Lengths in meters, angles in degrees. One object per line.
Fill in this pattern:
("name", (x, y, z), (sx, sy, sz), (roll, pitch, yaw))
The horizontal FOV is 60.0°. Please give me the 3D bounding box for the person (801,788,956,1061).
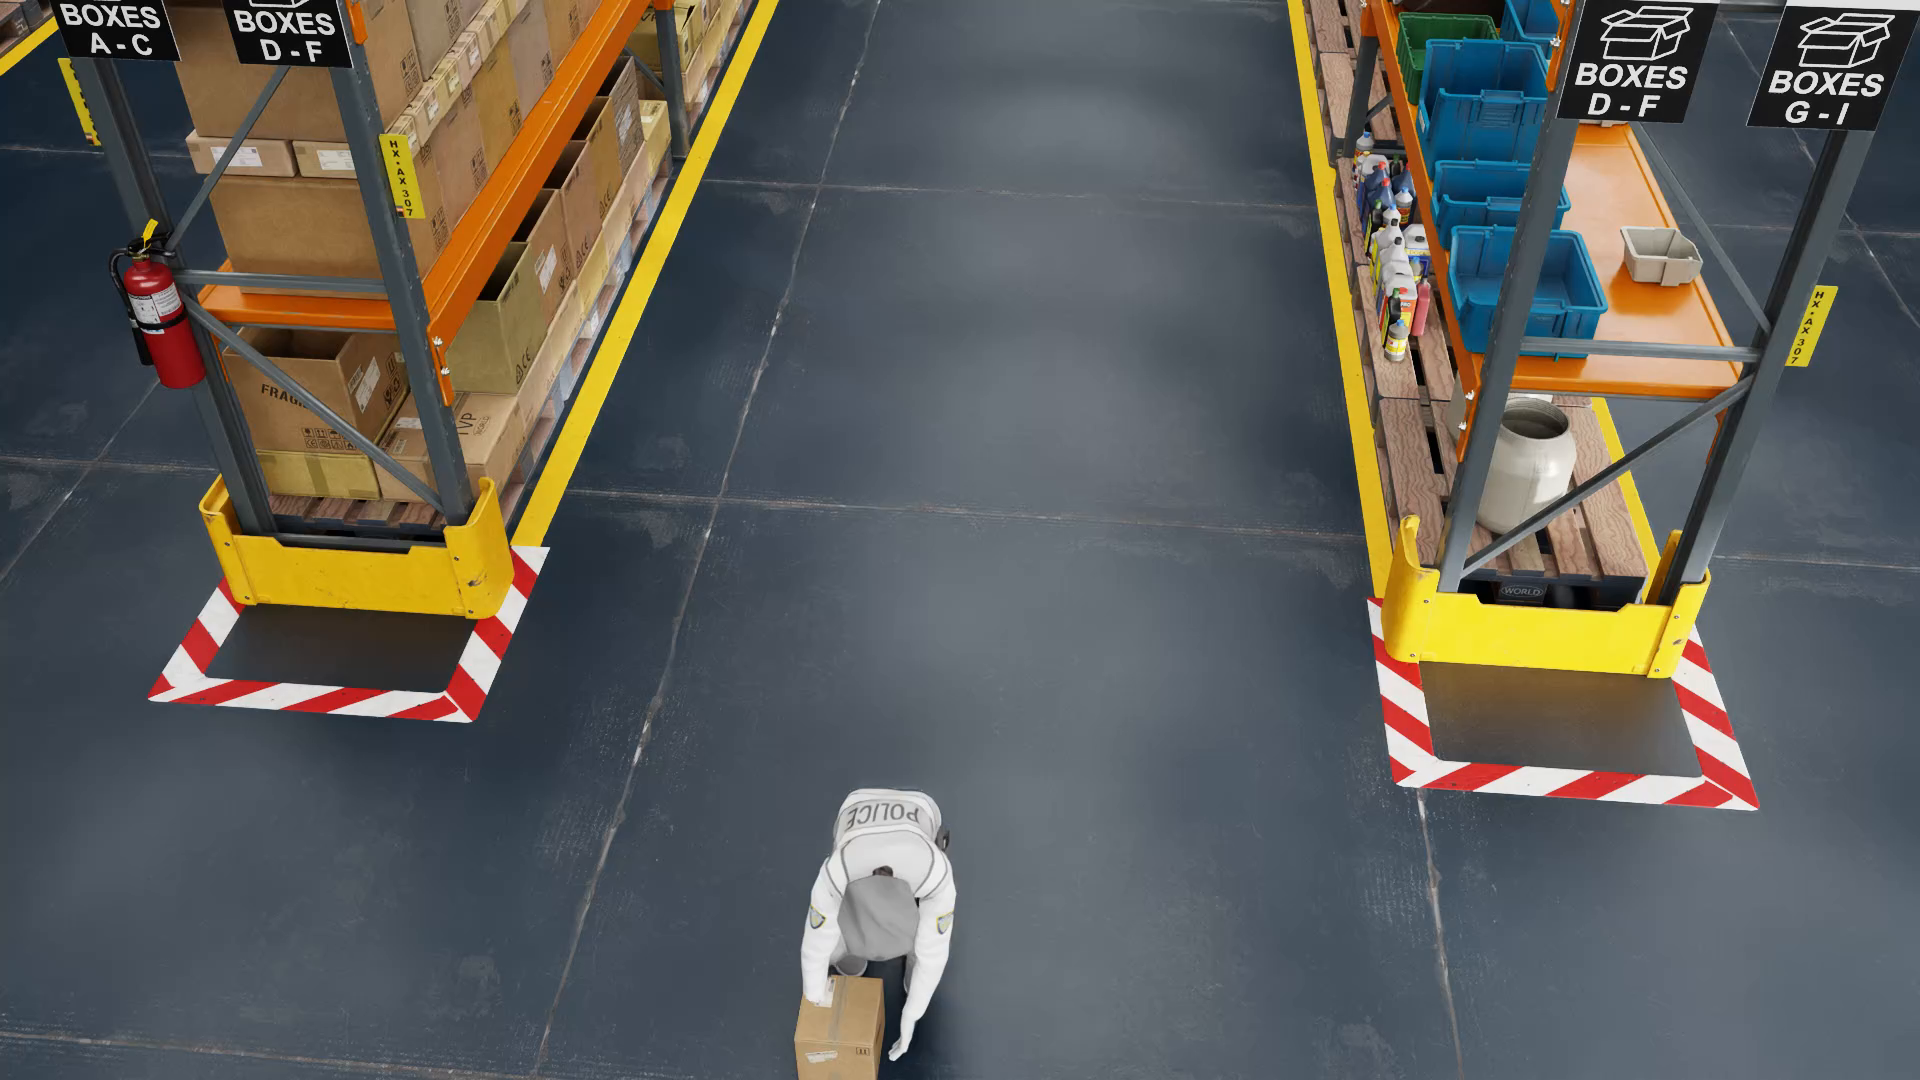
("person", (-0.251, 1.175, 5.369), (0.489, 0.899, 0.857), (3, 40, 4))
